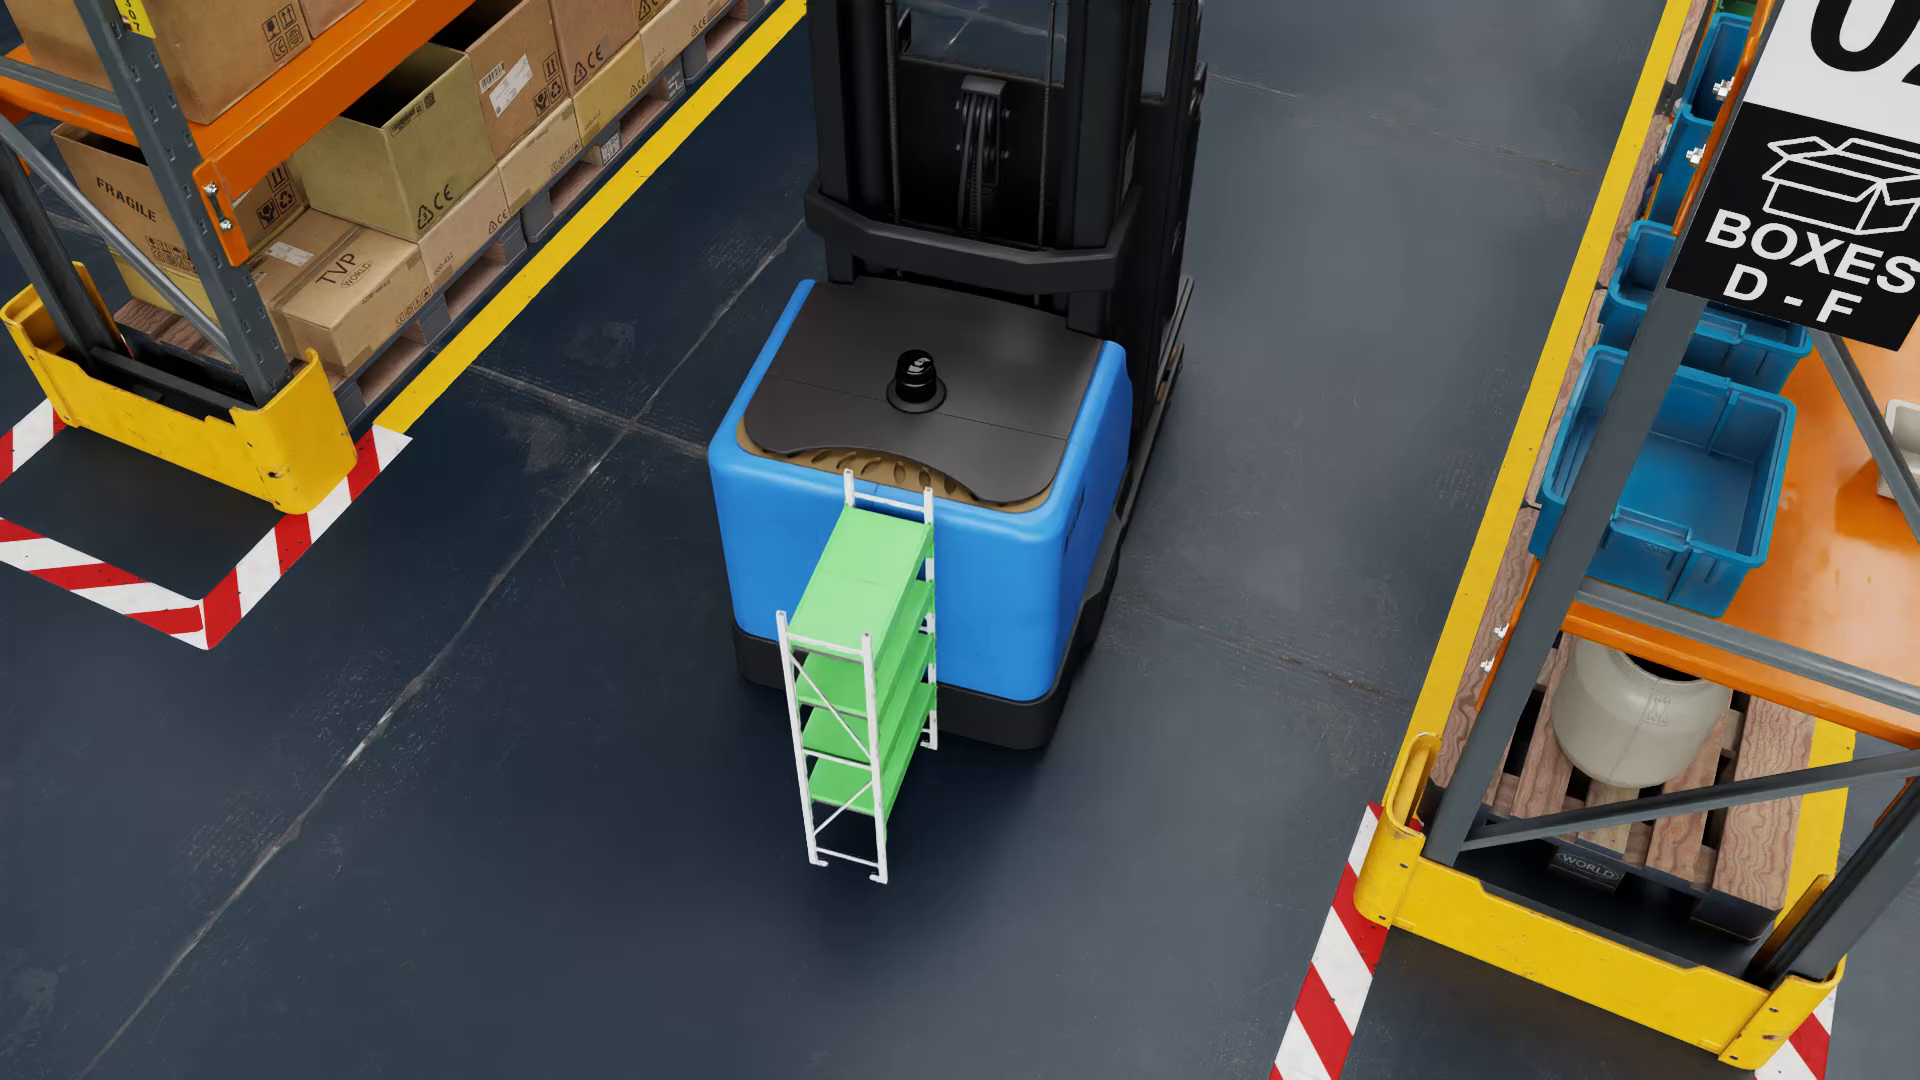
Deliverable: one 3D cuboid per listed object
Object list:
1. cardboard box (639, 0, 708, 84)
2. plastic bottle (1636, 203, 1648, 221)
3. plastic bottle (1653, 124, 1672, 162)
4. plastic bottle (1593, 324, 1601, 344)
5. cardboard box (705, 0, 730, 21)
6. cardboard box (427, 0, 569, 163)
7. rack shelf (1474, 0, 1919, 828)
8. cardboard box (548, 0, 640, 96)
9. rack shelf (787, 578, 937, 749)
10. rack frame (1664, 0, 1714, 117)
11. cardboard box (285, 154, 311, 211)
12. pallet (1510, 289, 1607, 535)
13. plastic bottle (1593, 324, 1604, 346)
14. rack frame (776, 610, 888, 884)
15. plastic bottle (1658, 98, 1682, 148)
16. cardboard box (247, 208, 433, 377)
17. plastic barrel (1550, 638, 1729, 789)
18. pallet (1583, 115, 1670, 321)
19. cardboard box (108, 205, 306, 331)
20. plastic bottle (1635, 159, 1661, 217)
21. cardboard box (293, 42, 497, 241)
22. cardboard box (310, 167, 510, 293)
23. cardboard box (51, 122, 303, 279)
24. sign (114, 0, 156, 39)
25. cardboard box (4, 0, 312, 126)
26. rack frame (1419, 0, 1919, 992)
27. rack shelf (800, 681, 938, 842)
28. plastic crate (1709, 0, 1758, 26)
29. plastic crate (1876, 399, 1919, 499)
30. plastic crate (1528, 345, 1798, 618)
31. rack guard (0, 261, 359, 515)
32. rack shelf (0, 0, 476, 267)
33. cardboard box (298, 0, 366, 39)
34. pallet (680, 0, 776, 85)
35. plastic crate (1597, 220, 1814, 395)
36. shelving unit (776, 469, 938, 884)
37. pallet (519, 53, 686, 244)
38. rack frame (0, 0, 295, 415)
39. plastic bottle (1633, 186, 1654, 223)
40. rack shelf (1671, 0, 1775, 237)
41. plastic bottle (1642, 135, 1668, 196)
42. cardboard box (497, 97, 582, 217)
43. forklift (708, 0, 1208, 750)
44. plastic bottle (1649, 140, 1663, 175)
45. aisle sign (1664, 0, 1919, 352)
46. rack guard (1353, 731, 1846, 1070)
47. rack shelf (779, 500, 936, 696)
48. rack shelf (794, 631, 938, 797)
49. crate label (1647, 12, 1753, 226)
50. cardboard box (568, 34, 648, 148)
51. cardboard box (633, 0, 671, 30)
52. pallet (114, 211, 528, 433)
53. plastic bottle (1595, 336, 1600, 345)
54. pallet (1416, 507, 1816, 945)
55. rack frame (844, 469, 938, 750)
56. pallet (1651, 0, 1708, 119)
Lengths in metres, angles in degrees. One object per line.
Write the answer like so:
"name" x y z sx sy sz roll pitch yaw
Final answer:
"cardboard box" -1.453 -2.288 7.257 0.500 0.250 0.500 20 52 16
"plastic bottle" 2.538 -1.120 6.229 0.061 0.283 0.133 22 53 18
"plastic bottle" 2.871 -1.598 6.689 0.097 0.201 0.097 0 50 0
"plastic bottle" 2.385 -0.822 5.930 0.144 0.351 0.185 22 53 18
"cardboard box" -1.253 -2.637 7.554 0.500 0.250 0.500 20 52 16
"cardboard box" -1.895 -1.847 6.390 0.500 0.500 0.500 20 52 16
"rack shelf" 2.592 -0.899 5.018 1.077 0.370 4.000 20 52 16
"cardboard box" -1.665 -2.186 6.678 0.500 0.500 0.500 20 52 16
"rack shelf" -0.257 0.299 4.477 0.258 0.148 0.480 13 51 11
"rack frame" 3.447 -2.509 5.915 1.000 3.000 0.127 20 52 16
"cardboard box" -2.574 -1.428 6.525 0.500 0.250 0.500 20 52 16
"pallet" 2.602 -0.313 5.878 1.003 0.211 1.213 20 52 16
"plastic bottle" 2.318 -0.682 5.860 0.152 0.276 0.135 18 52 15
"rack frame" -0.329 0.591 4.459 0.240 1.200 0.015 13 51 11
"plastic bottle" 2.914 -1.691 6.722 0.097 0.271 0.097 0 50 0
"cardboard box" -2.309 -0.911 6.085 0.500 0.250 0.500 20 52 16
"plastic barrel" 1.950 0.437 4.766 0.421 0.512 0.421 0 50 0
"pallet" 3.122 -1.157 6.596 1.003 0.211 1.213 20 52 16
"cardboard box" -2.777 -1.079 6.229 0.500 0.250 0.500 20 52 16
"plastic bottle" 2.727 -1.372 6.399 0.144 0.351 0.185 21 53 17
"cardboard box" -2.097 -1.499 6.093 0.500 0.500 0.500 20 52 16
"cardboard box" -2.098 -1.256 6.379 0.500 0.250 0.500 20 52 16
"cardboard box" -2.779 -1.323 5.944 0.500 0.500 0.500 20 52 16
"sign" -2.240 -1.490 4.428 0.100 0.325 0.005 20 52 16
"cardboard box" -2.528 -1.719 5.177 0.700 0.500 0.500 20 52 16
"rack frame" 1.738 0.245 3.572 1.000 3.000 0.127 20 52 16
"rack shelf" -0.257 0.610 4.842 0.258 0.148 0.480 13 51 11
"plastic crate" 2.612 -1.598 5.279 0.450 0.188 0.662 20 52 16
"plastic crate" 2.411 -0.181 4.107 0.298 0.136 0.250 20 52 16
"plastic crate" 1.681 -0.149 4.004 0.499 0.251 0.616 20 52 16
"rack guard" -2.749 -0.542 5.883 1.175 0.500 0.348 20 52 16
"rack shelf" -1.885 -2.513 6.391 1.077 0.370 4.000 20 52 16
"cardboard box" -2.308 -2.082 5.486 0.700 0.500 0.500 21 53 17
"pallet" -1.408 -2.686 7.897 1.003 0.211 1.213 20 52 16
"plastic crate" 1.964 -0.594 4.383 0.499 0.251 0.408 20 52 16
"shelving unit" -0.257 0.413 4.611 0.258 1.200 0.503 13 51 11
"pallet" -1.928 -1.843 7.179 1.003 0.211 1.213 20 52 16
"rack frame" -2.739 -1.369 4.945 1.000 3.000 0.127 20 52 16
"plastic bottle" 2.646 -1.242 6.288 0.144 0.351 0.185 18 52 15
"rack shelf" 2.592 -1.871 3.875 1.077 0.370 4.000 20 52 16
"plastic bottle" 2.801 -1.461 6.523 0.152 0.276 0.135 22 53 17
"cardboard box" -1.884 -1.601 6.672 0.500 0.250 0.500 20 52 16
"forklift" 0.204 -1.458 5.066 1.130 2.935 3.031 13 51 11
"plastic bottle" 2.828 -1.528 6.629 0.097 0.201 0.097 0 50 0
"aisle sign" 1.439 -0.644 2.622 0.394 0.787 0.004 20 52 16
"rack guard" 1.728 0.988 4.581 1.175 0.500 0.348 20 52 16
"rack shelf" -0.257 0.143 4.294 0.258 0.148 0.480 13 51 11
"rack shelf" -0.257 0.454 4.659 0.258 0.148 0.480 13 51 11
"crate label" 2.280 -1.122 4.712 0.502 0.435 0.616 20 52 16
"cardboard box" -1.666 -1.943 6.964 0.500 0.250 0.500 20 52 16
"cardboard box" -1.465 -2.535 6.975 0.500 0.500 0.500 20 52 16
"pallet" -2.450 -1.006 6.467 1.003 0.211 1.213 20 52 16
"plastic bottle" 2.259 -0.587 5.779 0.152 0.276 0.135 20 53 16
"pallet" 2.080 0.524 5.166 1.003 0.211 1.213 20 52 16
"rack frame" -0.186 0.235 4.762 0.240 1.200 0.015 13 51 11
"pallet" 3.747 -2.159 7.448 1.003 0.211 1.213 20 52 16
